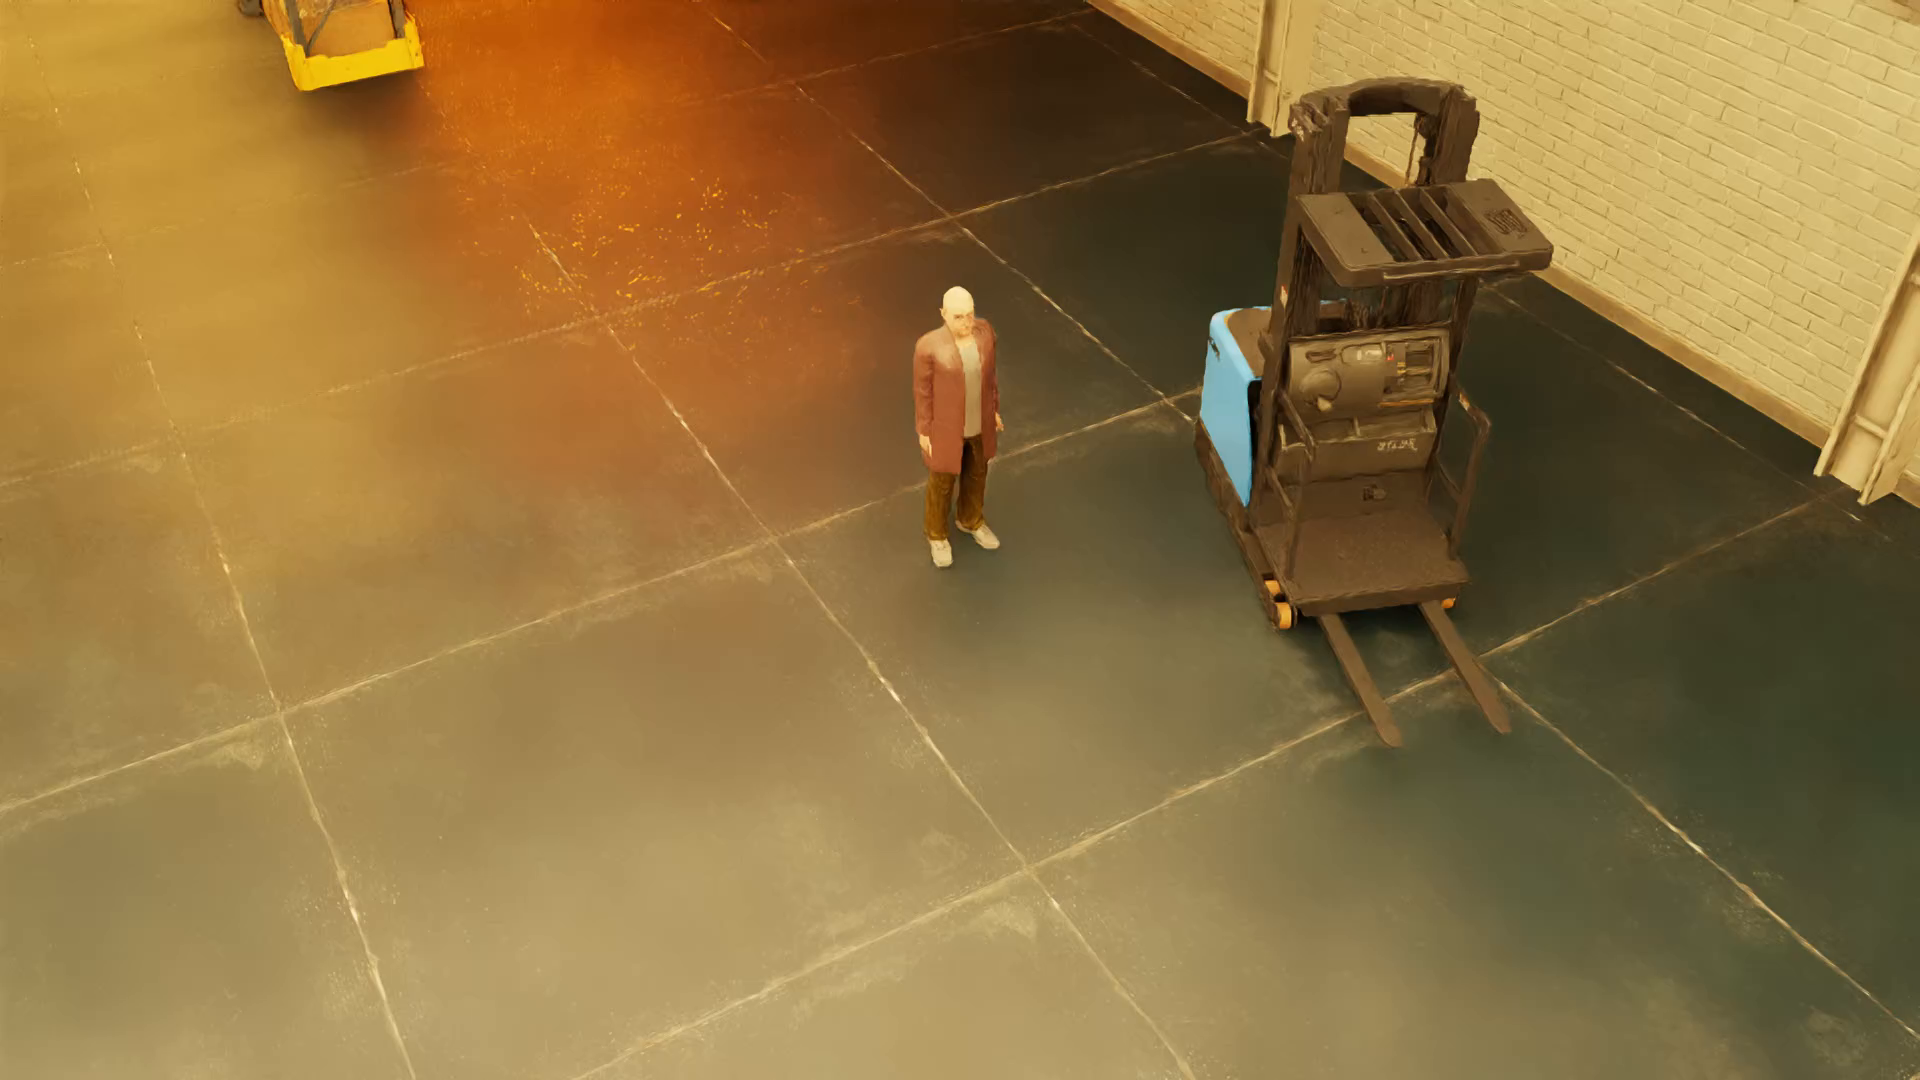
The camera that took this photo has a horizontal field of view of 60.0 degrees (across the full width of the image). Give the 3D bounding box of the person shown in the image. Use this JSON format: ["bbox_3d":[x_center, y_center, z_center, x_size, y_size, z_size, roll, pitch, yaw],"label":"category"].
[{"bbox_3d":[0.015,-0.672,9.746,0.558,1.783,0.377,-20,44,-23],"label":"person"}]

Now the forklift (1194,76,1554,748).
[{"bbox_3d":[2.313,-0.861,9.074,1.130,2.935,3.031,-7,40,-8],"label":"forklift"}]
